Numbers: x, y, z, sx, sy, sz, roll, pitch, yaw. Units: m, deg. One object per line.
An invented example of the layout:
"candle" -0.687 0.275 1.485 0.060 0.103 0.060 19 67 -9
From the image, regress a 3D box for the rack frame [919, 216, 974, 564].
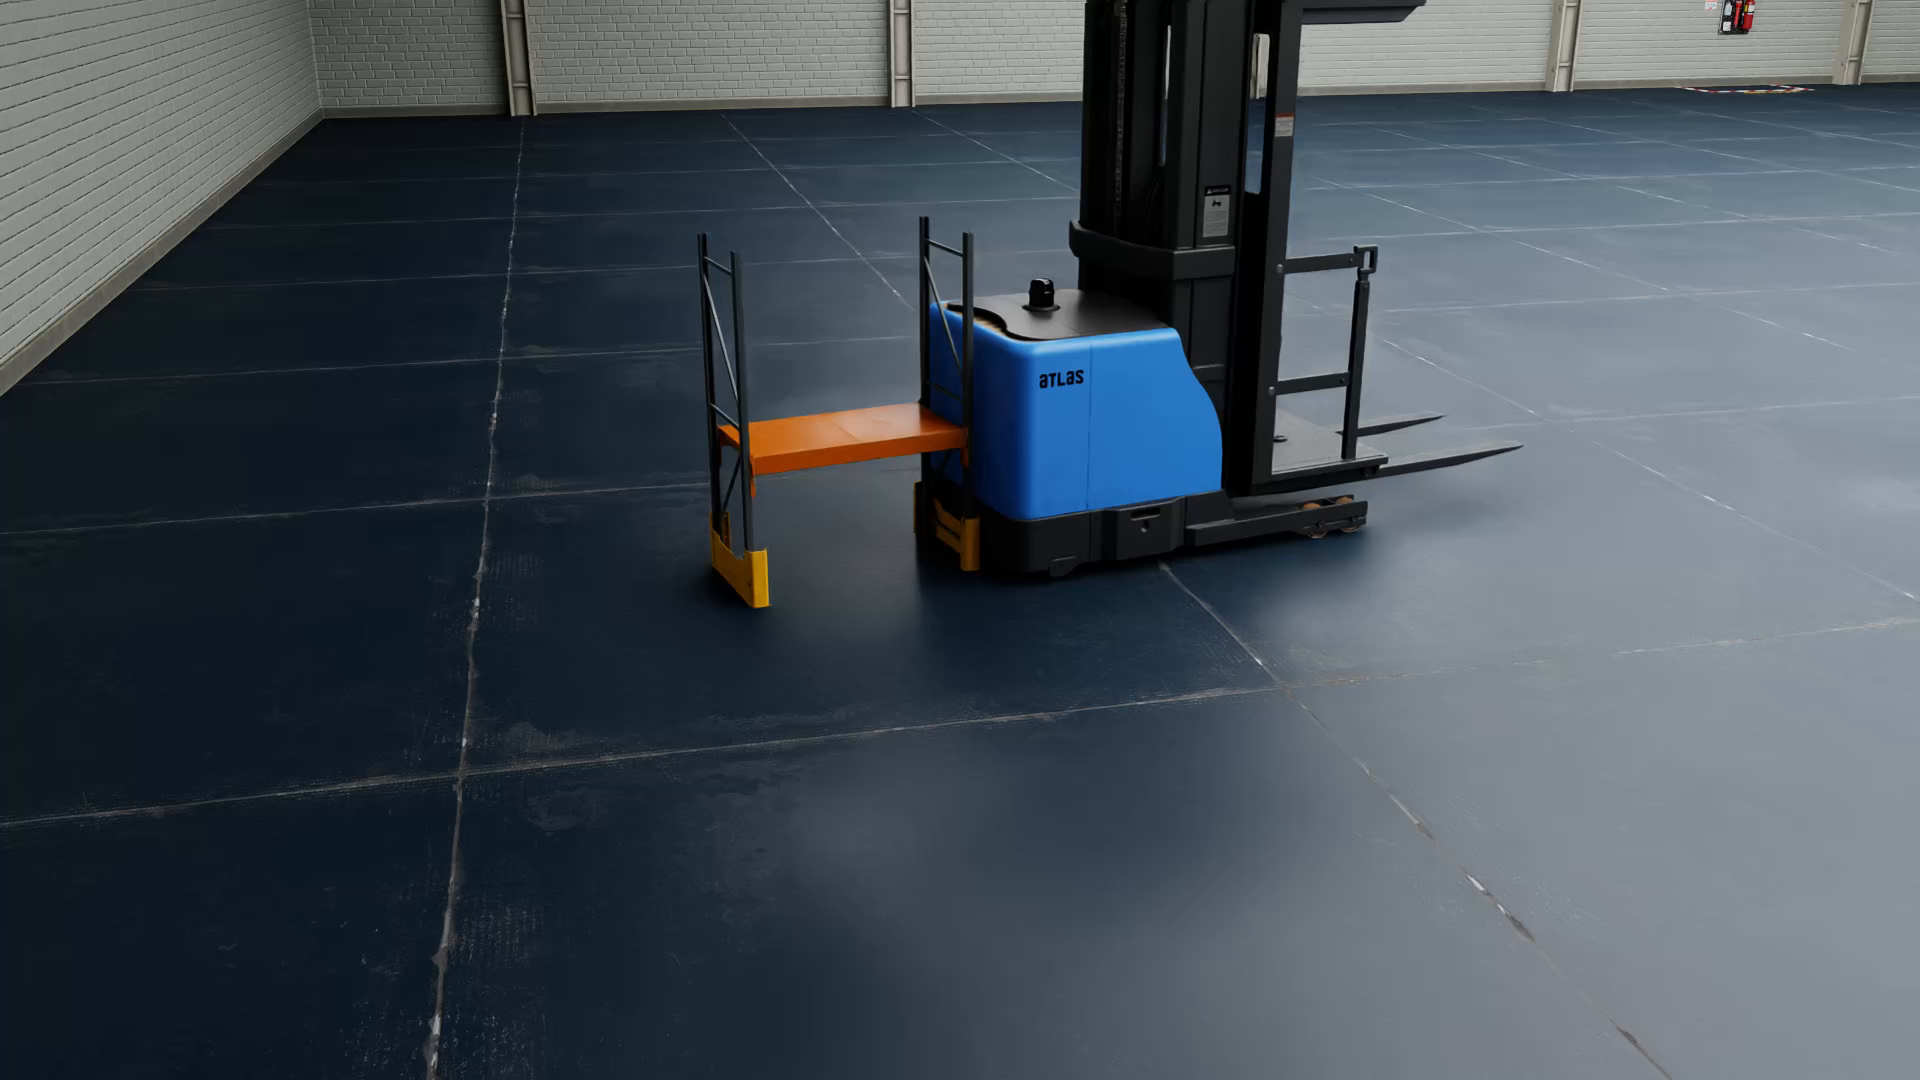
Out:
"rack frame" -0.062 -0.657 7.426 0.032 1.500 0.500 -9 22 -23

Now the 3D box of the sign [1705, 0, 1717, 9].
"sign" 13.585 -9.762 30.050 0.234 0.329 0.001 -5 21 -12

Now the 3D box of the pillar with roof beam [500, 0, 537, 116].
"pillar with roof beam" -5.805 -9.413 20.429 0.400 9.000 9.100 -5 21 -12

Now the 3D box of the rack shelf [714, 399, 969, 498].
"rack shelf" -0.522 -0.414 7.286 1.000 0.185 0.538 -9 22 -23

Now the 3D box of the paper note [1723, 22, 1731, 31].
"paper note" 13.959 -9.350 30.258 0.142 0.148 0.016 -5 21 -12

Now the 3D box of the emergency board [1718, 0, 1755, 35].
"emergency board" 14.147 -9.754 30.082 0.643 1.169 0.194 -5 21 -12

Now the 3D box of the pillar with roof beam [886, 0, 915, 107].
"pillar with roof beam" 0.034 -9.888 21.726 0.400 9.000 9.100 -5 21 -12

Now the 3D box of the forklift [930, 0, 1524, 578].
"forklift" 1.375 -1.537 7.749 3.031 2.935 1.130 -9 22 -23

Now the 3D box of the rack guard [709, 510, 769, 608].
"rack guard" -0.965 0.076 7.244 0.087 0.250 0.587 -9 22 -23

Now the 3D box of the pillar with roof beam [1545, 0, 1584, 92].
"pillar with roof beam" 11.712 -10.838 24.319 0.400 9.000 9.100 -5 21 -12

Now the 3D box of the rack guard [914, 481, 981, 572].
"rack guard" -0.063 -0.069 7.641 0.087 0.250 0.587 -9 22 -23

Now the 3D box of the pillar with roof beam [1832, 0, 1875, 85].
"pillar with roof beam" 17.551 -11.313 25.615 0.400 9.000 9.100 -5 21 -12

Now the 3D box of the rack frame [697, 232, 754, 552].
"rack frame" -0.983 -0.508 7.022 0.032 1.500 0.500 -9 22 -23

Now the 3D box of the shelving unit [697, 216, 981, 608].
"shelving unit" -0.514 -0.584 7.228 1.083 1.500 0.587 -9 22 -23

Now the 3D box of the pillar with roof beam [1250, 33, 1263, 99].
"pillar with roof beam" 5.873 -10.363 23.022 0.400 9.000 9.100 -5 21 -12
